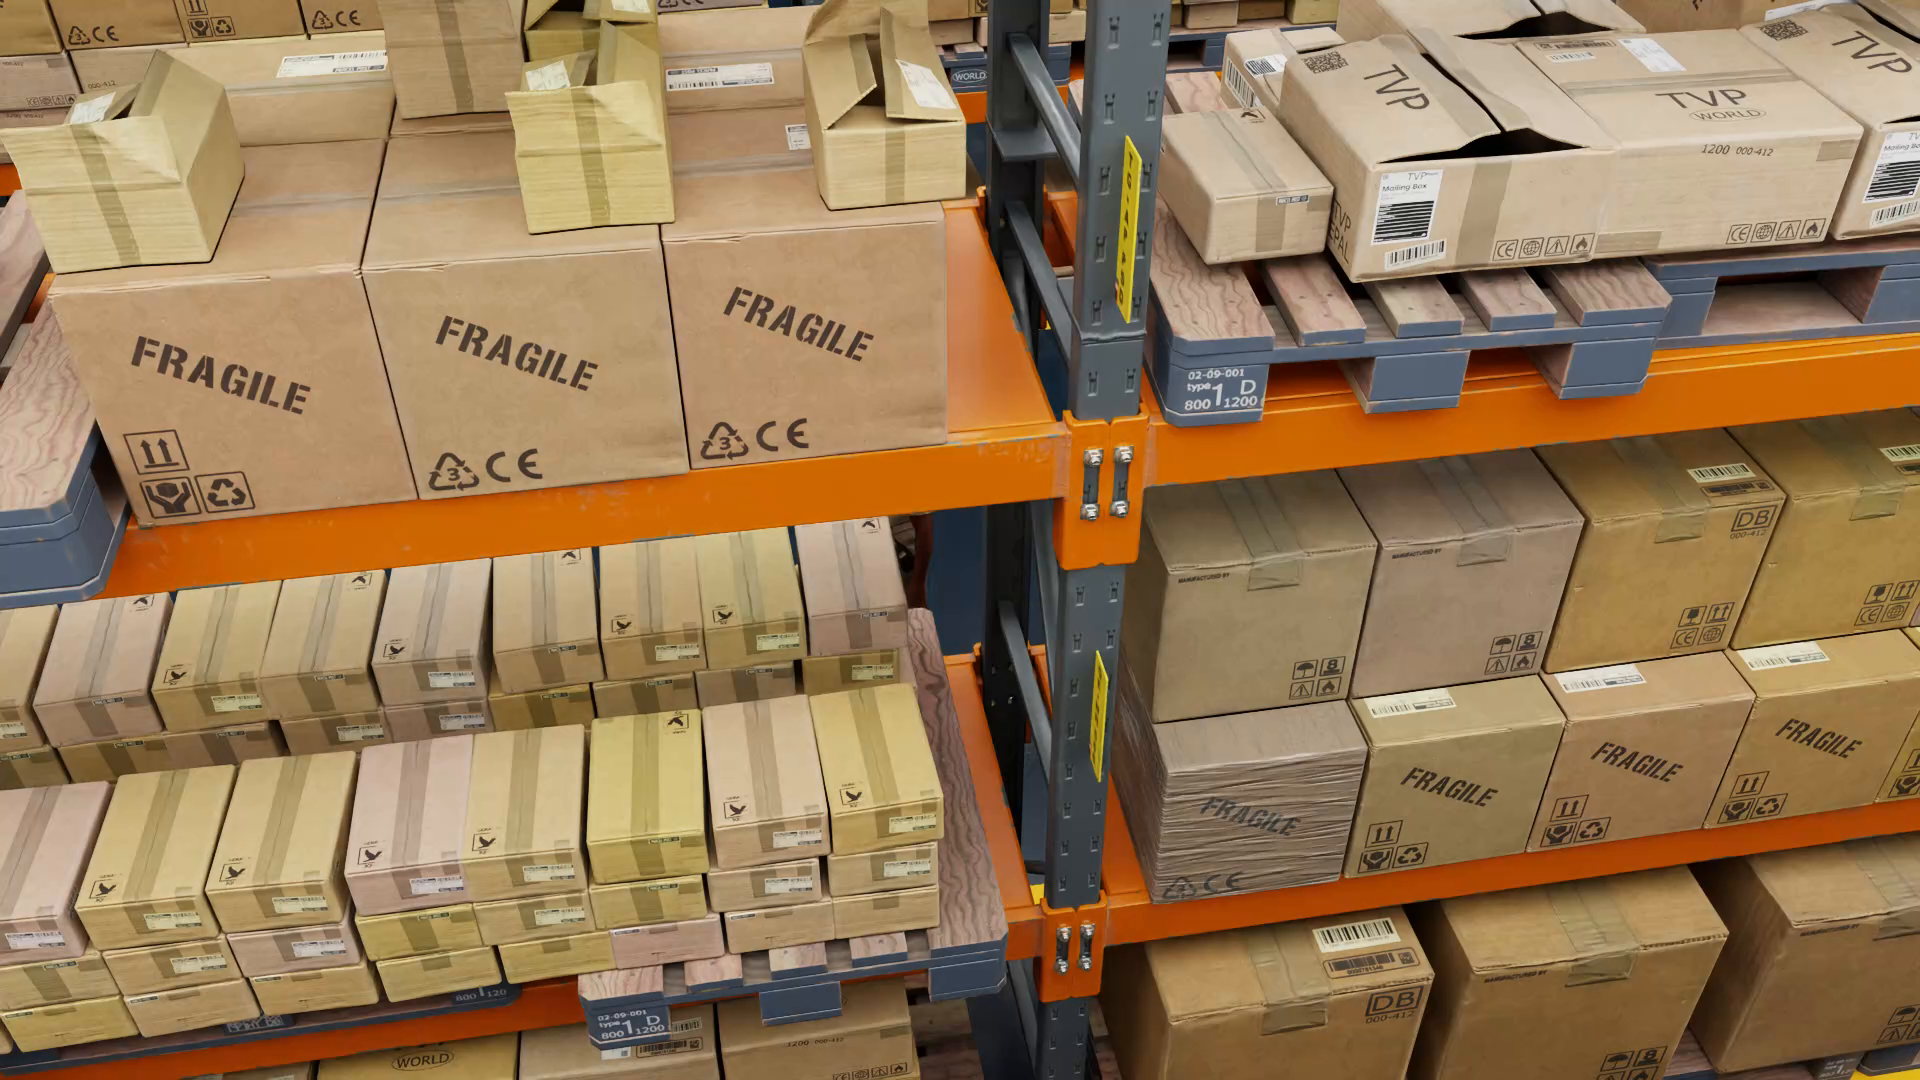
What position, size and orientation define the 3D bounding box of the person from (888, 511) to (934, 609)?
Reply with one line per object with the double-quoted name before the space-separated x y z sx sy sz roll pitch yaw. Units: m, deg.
"person" -0.297 0.040 6.076 0.372 1.660 0.516 -21 44 -24
